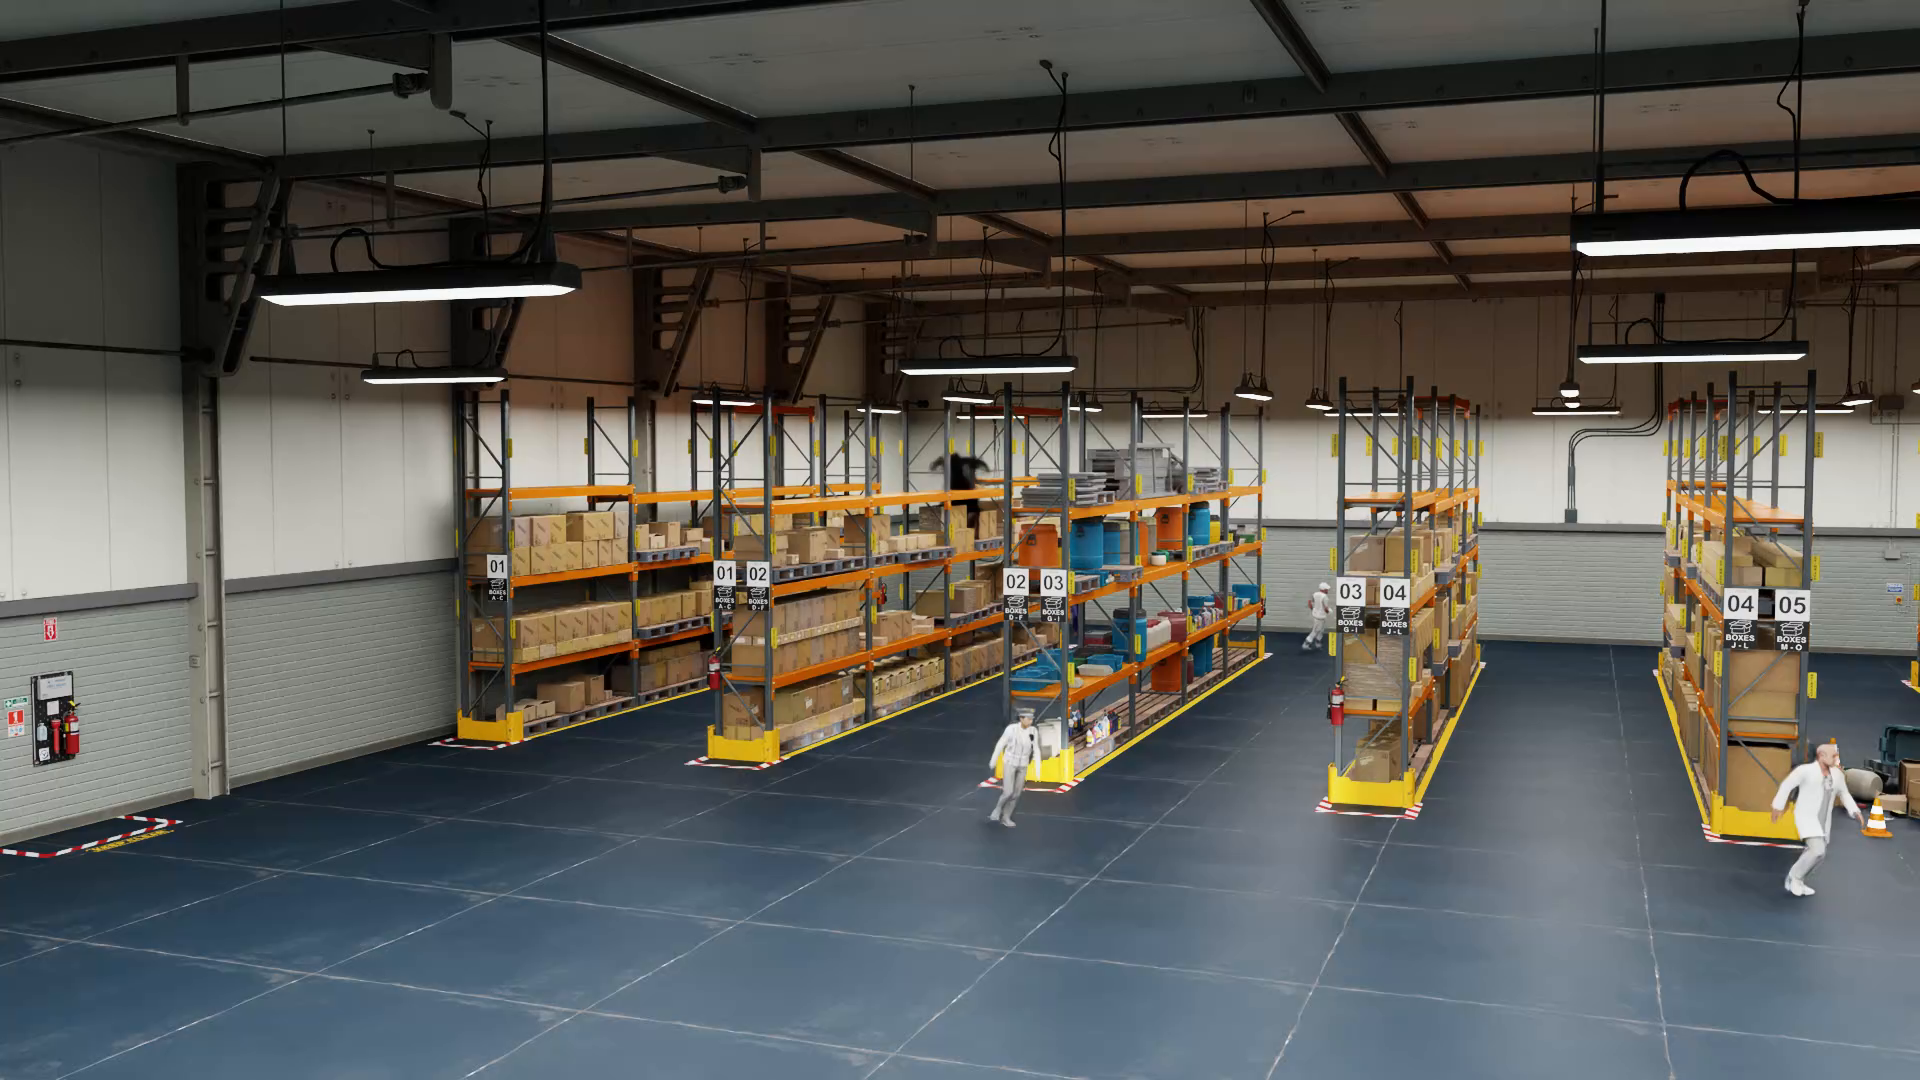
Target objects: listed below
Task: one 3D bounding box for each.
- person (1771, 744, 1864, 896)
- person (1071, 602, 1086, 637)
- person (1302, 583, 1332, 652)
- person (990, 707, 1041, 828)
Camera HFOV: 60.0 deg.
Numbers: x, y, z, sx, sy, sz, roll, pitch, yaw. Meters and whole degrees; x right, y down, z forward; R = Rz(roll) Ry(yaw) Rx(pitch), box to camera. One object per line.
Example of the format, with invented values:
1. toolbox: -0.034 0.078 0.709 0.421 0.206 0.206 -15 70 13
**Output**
1. person: 9.510 3.106 18.401 0.697 1.727 0.816 -1 3 -17
2. person: 3.157 1.791 44.542 0.629 1.643 0.909 0 3 1
3. person: 8.738 1.915 40.634 0.685 1.780 0.829 -1 3 -10
4. person: 0.740 2.992 21.916 0.620 1.619 0.556 -1 3 -21
